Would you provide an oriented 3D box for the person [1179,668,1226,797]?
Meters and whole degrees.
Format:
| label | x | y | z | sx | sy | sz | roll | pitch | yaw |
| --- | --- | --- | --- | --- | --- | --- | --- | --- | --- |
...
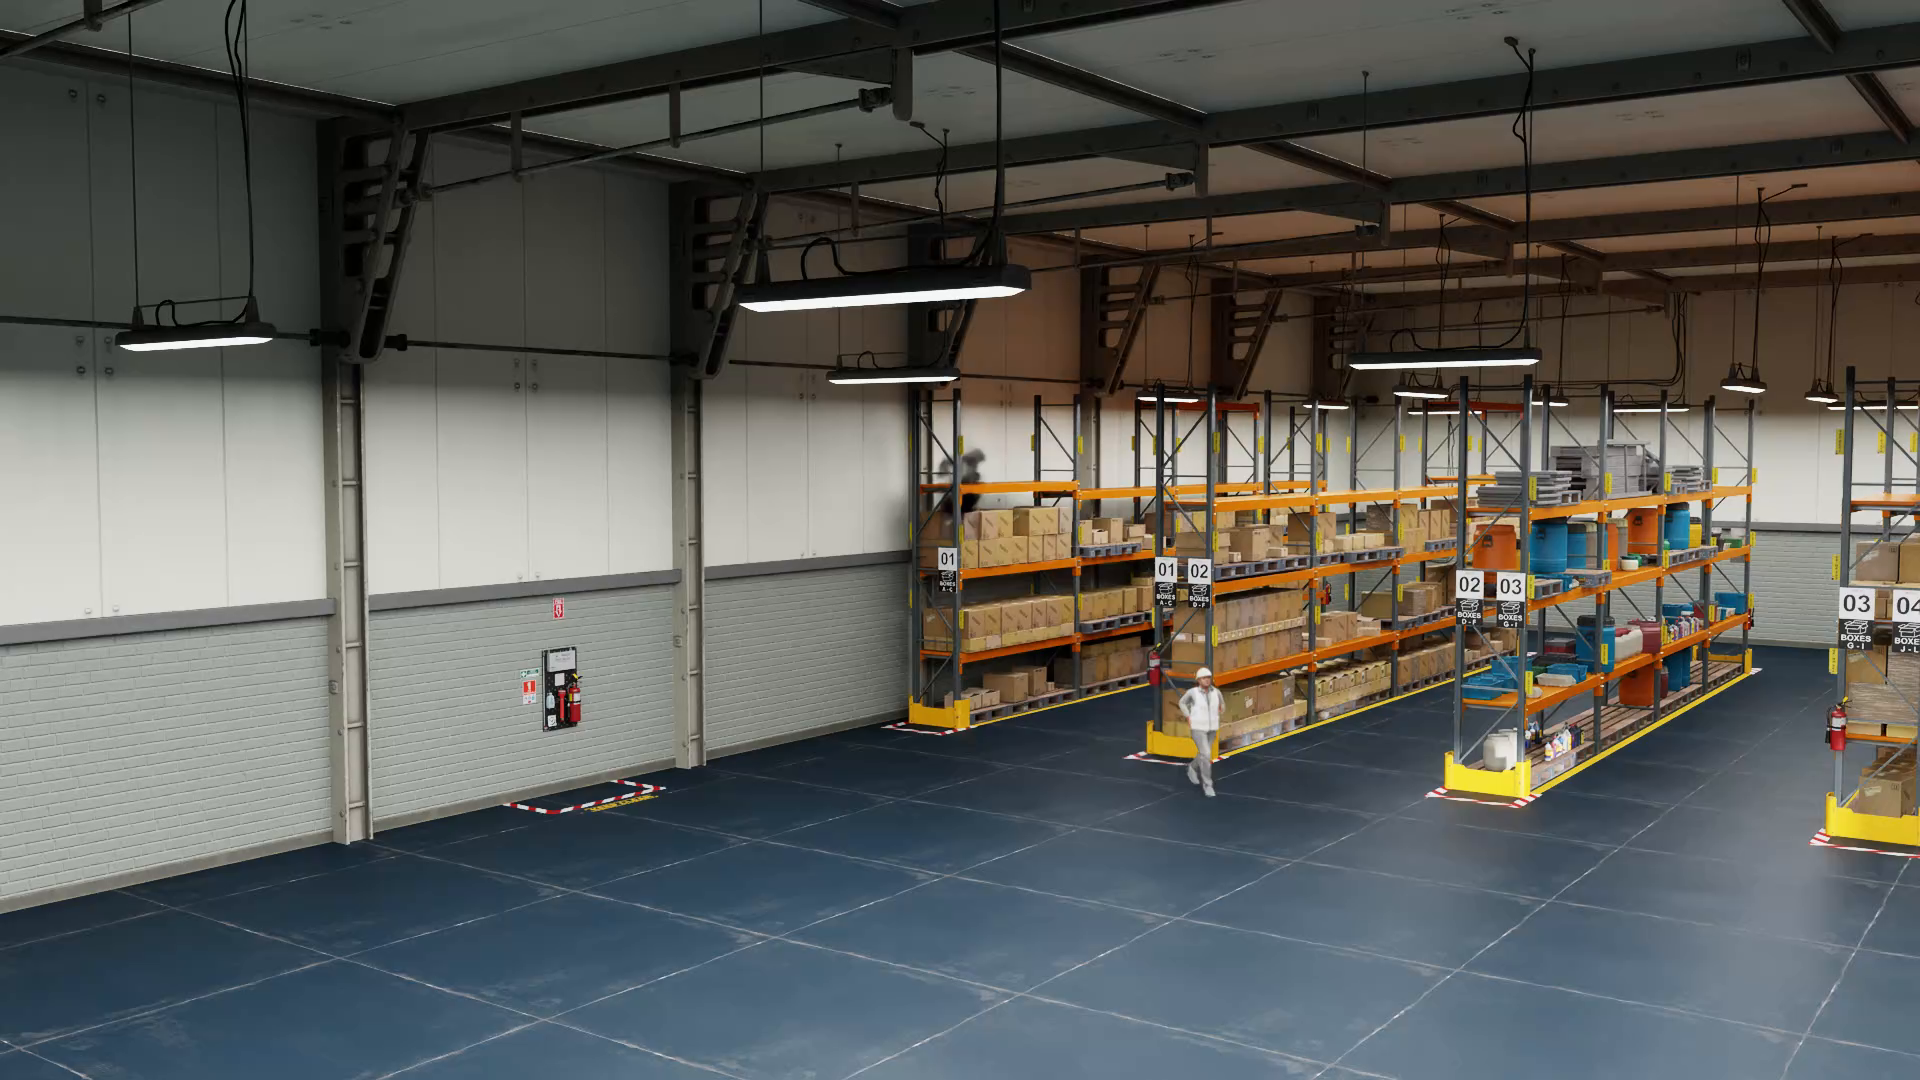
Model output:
| label | x | y | z | sx | sy | sz | roll | pitch | yaw |
| --- | --- | --- | --- | --- | --- | --- | --- | --- | --- |
| person | 3.541 | 2.746 | 24.059 | 0.636 | 1.817 | 0.858 | -1 | 4 | -22 |
